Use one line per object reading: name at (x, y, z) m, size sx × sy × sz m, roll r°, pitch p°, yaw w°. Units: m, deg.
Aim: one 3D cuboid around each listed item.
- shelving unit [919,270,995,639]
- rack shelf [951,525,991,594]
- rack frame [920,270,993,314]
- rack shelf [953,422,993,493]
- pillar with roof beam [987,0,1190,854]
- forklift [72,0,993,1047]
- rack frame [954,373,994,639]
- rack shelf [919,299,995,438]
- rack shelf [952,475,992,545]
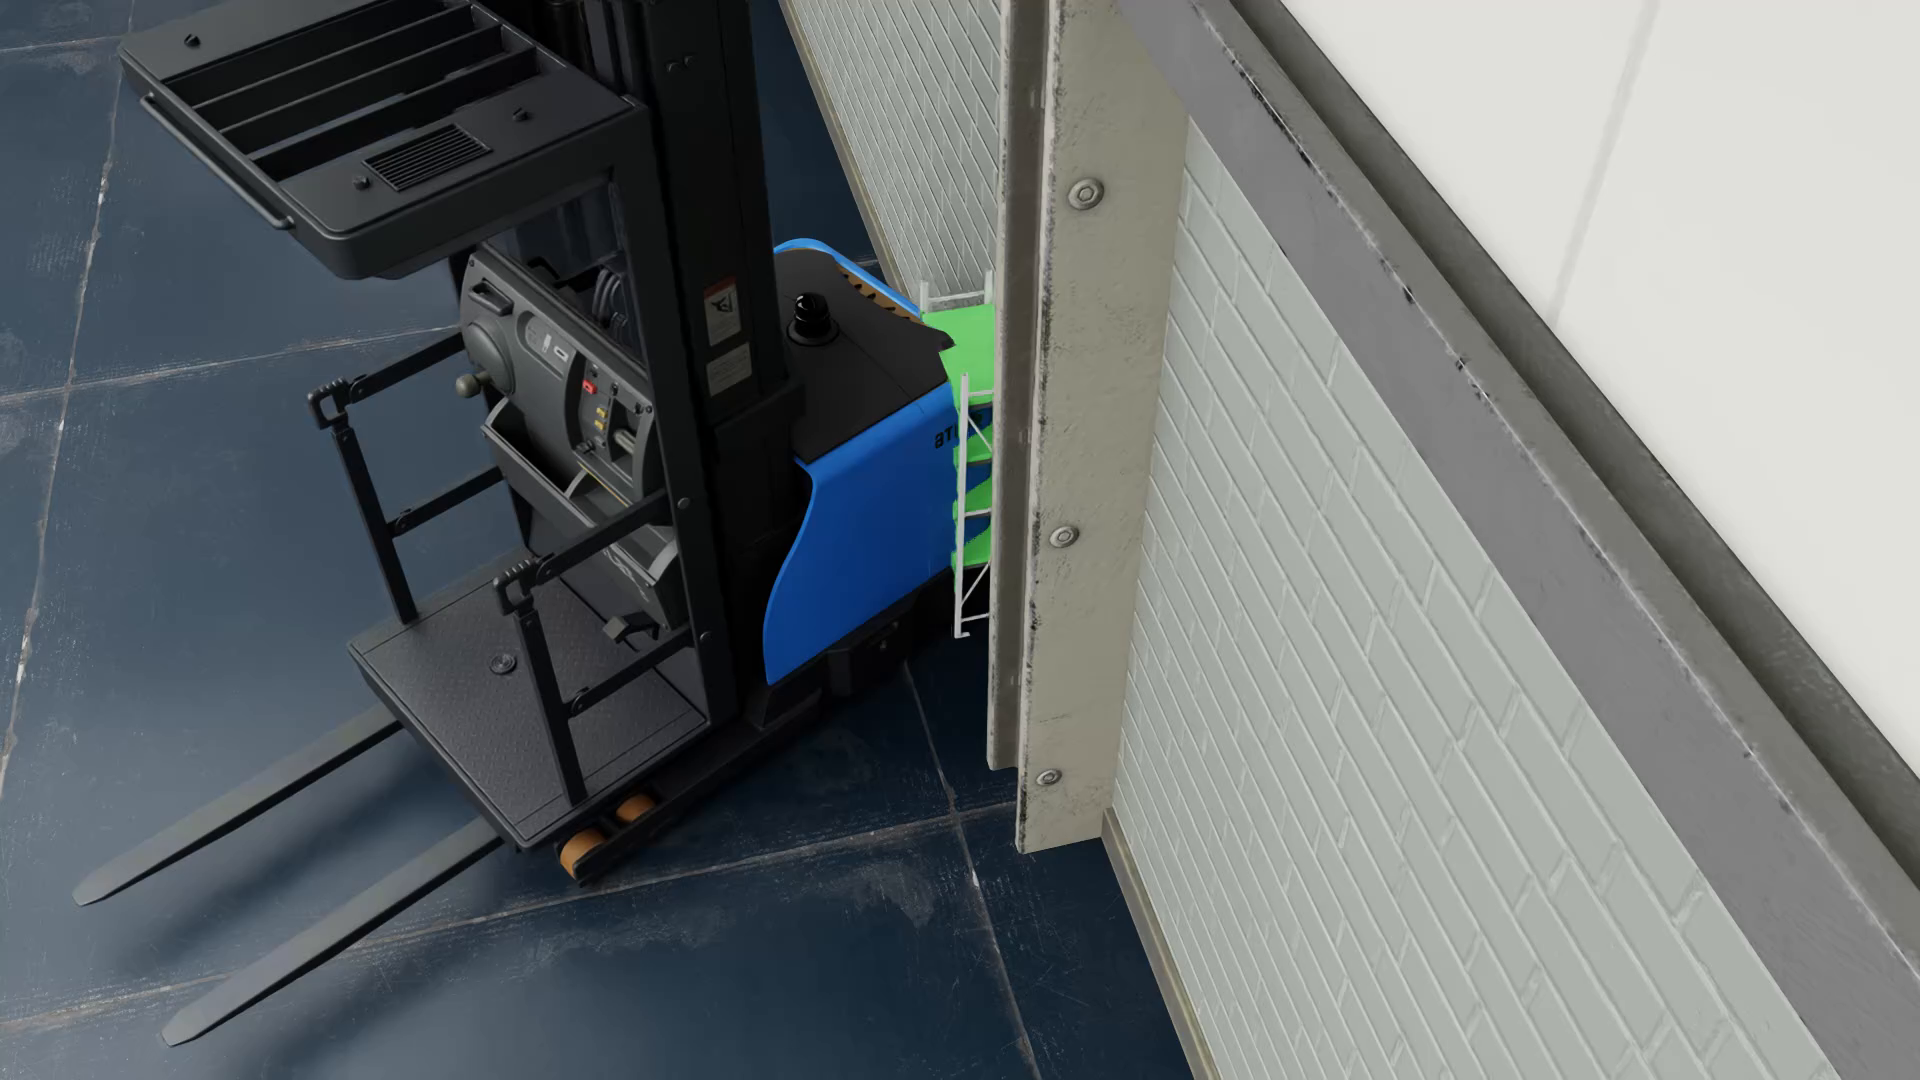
shelving unit at (0.043, -0.267, 5.661) m, size 0.258 × 1.200 × 0.503 m, roll -10°, pitch 47°, yaw -12°
rack shelf at (0.037, -0.053, 5.877) m, size 0.258 × 0.148 × 0.480 m, roll -10°, pitch 47°, yaw -12°
rack frame at (-0.023, -0.435, 5.825) m, size 0.240 × 1.200 × 0.015 m, roll -10°, pitch 47°, yaw -12°
rack shelf at (0.047, -0.391, 5.536) m, size 0.258 × 0.148 × 0.480 m, roll -10°, pitch 47°, yaw -12°
pillar with roof beam at (-3.875, -1.530, 1.449) m, size 9.100 × 9.000 × 0.400 m, roll -11°, pitch 47°, yaw -10°
forklift at (-1.291, -0.385, 4.575) m, size 3.031 × 2.935 × 1.130 m, roll -34°, pitch 54°, yaw -28°
rack frame at (0.109, -0.099, 5.496) m, size 0.240 × 1.200 × 0.015 m, roll -10°, pitch 47°, yaw -12°
rack shelf at (0.052, -0.559, 5.365) m, size 0.258 × 0.148 × 0.480 m, roll -10°, pitch 47°, yaw -12°
rack shelf at (0.042, -0.222, 5.706) m, size 0.258 × 0.148 × 0.480 m, roll -10°, pitch 47°, yaw -12°
